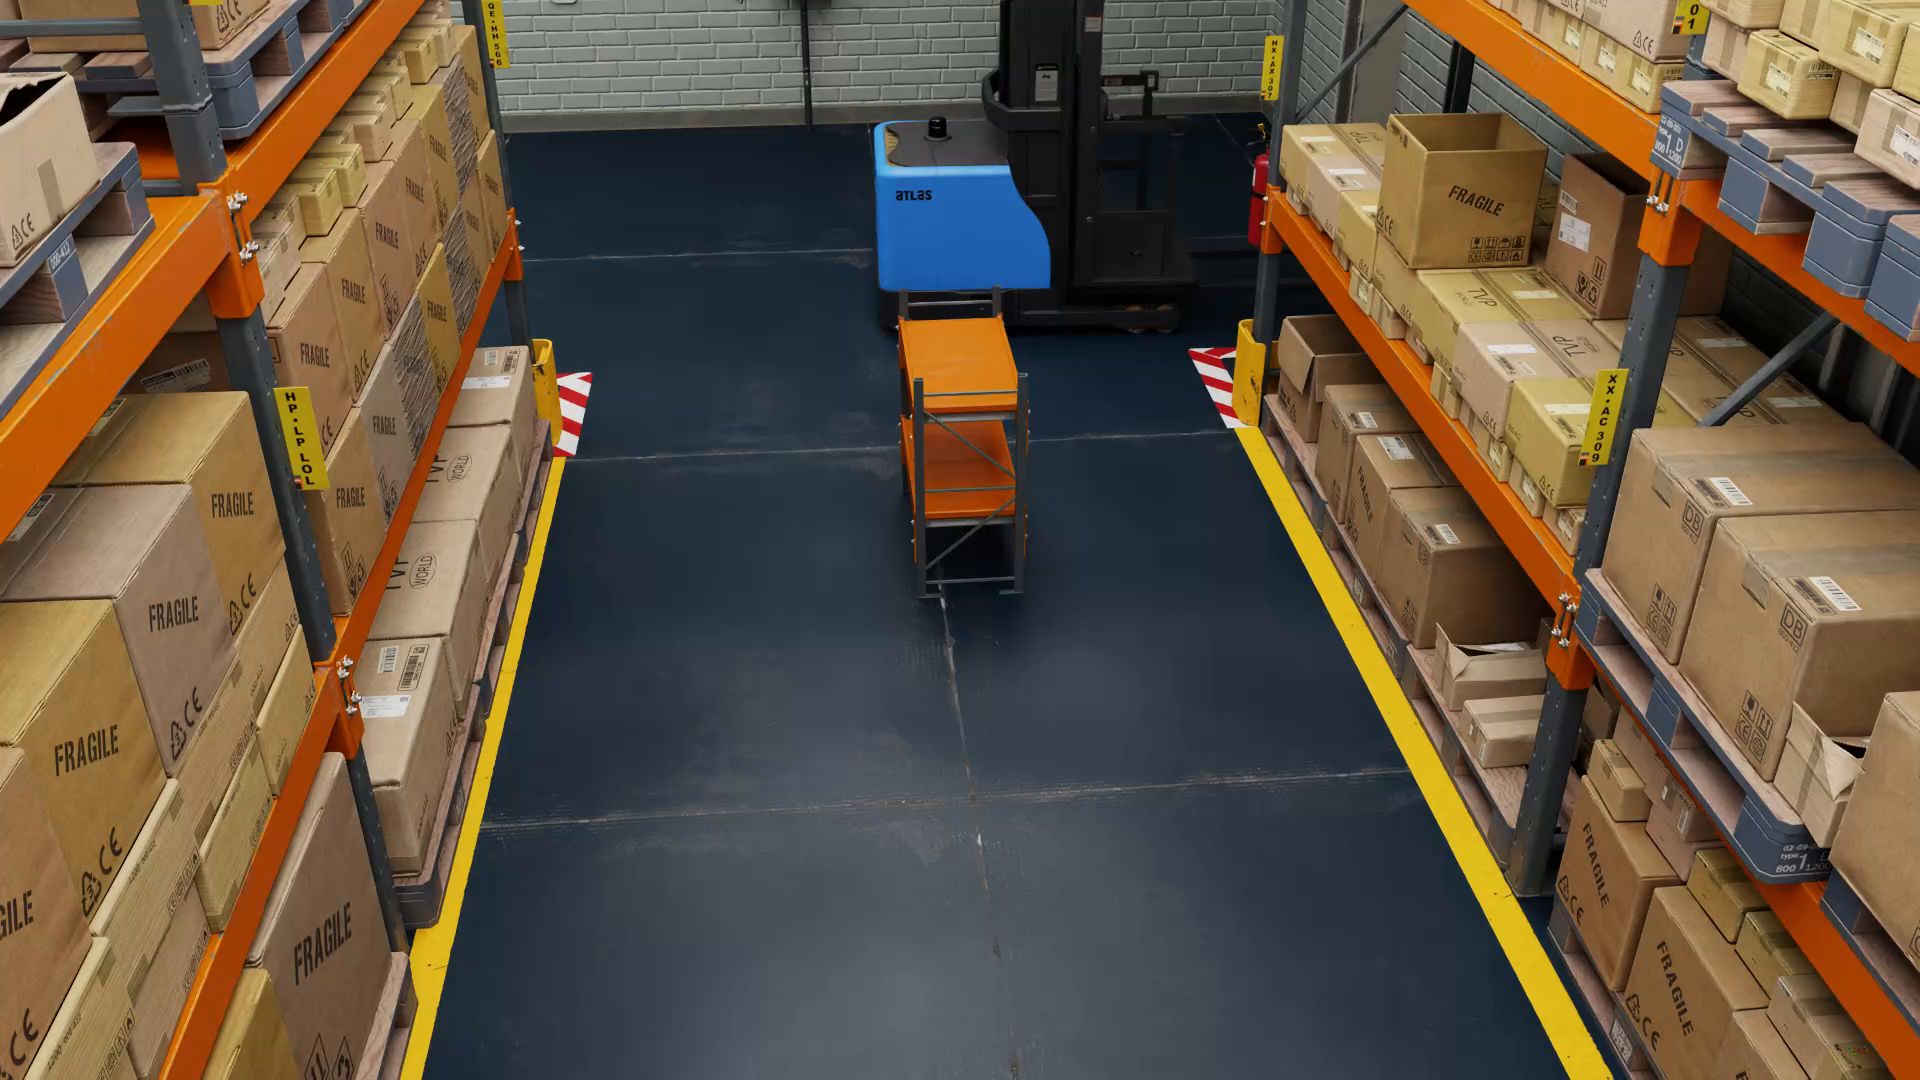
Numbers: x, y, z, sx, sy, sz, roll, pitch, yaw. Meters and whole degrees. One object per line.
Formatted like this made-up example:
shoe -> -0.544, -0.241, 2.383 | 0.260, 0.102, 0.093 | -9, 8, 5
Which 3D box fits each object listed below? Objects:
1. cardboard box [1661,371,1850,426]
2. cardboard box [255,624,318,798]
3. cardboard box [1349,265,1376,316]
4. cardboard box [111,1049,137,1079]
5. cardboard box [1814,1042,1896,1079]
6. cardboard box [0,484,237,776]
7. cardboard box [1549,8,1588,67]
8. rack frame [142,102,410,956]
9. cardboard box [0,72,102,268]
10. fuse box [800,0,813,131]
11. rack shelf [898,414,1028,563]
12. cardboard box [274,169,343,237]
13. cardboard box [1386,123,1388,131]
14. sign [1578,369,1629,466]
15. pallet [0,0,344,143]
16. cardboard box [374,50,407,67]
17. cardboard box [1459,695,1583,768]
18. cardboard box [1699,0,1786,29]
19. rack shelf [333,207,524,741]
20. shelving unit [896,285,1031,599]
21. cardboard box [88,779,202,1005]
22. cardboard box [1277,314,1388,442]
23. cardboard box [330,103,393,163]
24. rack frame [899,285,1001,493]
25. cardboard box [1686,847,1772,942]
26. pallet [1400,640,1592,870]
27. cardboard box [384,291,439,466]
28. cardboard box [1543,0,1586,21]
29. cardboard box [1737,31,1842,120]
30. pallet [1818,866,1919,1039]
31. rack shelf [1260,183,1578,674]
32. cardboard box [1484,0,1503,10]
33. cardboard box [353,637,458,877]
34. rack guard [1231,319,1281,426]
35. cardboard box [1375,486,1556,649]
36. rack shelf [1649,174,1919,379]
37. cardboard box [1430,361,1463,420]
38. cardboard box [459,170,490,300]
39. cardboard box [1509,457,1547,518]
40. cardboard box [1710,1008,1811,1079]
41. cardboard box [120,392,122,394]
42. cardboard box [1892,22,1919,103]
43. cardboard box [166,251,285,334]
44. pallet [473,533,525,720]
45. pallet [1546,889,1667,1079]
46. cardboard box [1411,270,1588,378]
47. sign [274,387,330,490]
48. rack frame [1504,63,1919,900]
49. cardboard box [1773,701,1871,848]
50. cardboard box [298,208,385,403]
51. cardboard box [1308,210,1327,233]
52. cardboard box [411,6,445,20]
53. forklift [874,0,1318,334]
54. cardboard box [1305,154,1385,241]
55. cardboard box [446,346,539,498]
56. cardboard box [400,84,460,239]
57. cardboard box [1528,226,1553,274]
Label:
cardboard box -> 2.741, -0.362, 5.788 | 0.500, 0.250, 0.500 | -3, 31, -5
cardboard box -> -2.131, 0.488, 4.655 | 0.500, 0.250, 0.500 | -3, 31, -6
cardboard box -> 1.973, -1.127, 7.456 | 0.380, 0.149, 0.250 | -4, 31, -6
cardboard box -> -2.003, 1.270, 3.345 | 0.500, 0.250, 0.500 | -3, 31, -5
cardboard box -> 2.471, 1.441, 4.309 | 0.380, 0.149, 0.250 | -2, 31, -3
cardboard box -> -2.076, 0.214, 3.894 | 0.500, 0.500, 0.500 | -2, 31, -4
cardboard box -> 2.154, -1.645, 5.399 | 0.380, 0.149, 0.250 | -2, 31, -3
rack frame -> -2.423, 0.206, 4.979 | 1.000, 3.000, 0.127 | -3, 31, -5
cardboard box -> -2.132, -0.784, 3.389 | 0.500, 0.311, 0.500 | -3, 31, -5
fuse box -> -1.242, -4.187, 13.590 | 0.539, 1.711, 0.414 | -3, 31, -5
rack shelf -> -0.001, -0.276, 8.093 | 0.538, 0.278, 1.000 | -3, 31, -5
cardboard box -> -2.263, -1.106, 5.472 | 0.380, 0.149, 0.250 | -3, 31, -5
cardboard box -> 2.452, -1.917, 8.390 | 0.500, 0.250, 0.500 | -2, 31, -3
sign -> 1.979, -0.375, 5.109 | 0.100, 0.325, 0.005 | -3, 31, -5
pallet -> -2.489, -1.462, 4.933 | 1.003, 0.211, 1.213 | -3, 31, -5
cardboard box -> -2.472, -1.889, 6.783 | 0.380, 0.149, 0.250 | -3, 31, -5
cardboard box -> 2.174, 0.740, 6.457 | 0.380, 0.149, 0.250 | -4, 31, -6
cardboard box -> 2.109, -1.391, 4.176 | 0.380, 0.149, 0.250 | -2, 31, -3
rack shelf -> -2.610, -0.506, 6.873 | 1.077, 0.370, 4.000 | -3, 31, -5
shelving unit -> -0.001, -0.486, 7.967 | 0.538, 1.125, 1.048 | -3, 31, -5
cardboard box -> -2.032, 0.789, 3.663 | 0.500, 0.250, 0.500 | -2, 31, -3
cardboard box -> 2.107, -0.867, 8.802 | 0.797, 0.503, 0.637 | -4, 31, -7
cardboard box -> -2.318, -1.496, 6.125 | 0.380, 0.149, 0.250 | -3, 31, -4
rack frame -> -0.048, -0.746, 8.402 | 0.500, 1.125, 0.032 | -3, 31, -5
cardboard box -> 2.425, 1.045, 4.971 | 0.380, 0.149, 0.250 | -4, 31, -7
pallet -> 2.455, 0.813, 6.683 | 1.003, 0.211, 1.213 | -3, 31, -5
cardboard box -> -2.290, -0.600, 6.232 | 0.500, 0.500, 0.500 | -3, 31, -4
cardboard box -> 2.165, -1.884, 5.409 | 0.500, 0.250, 0.500 | -4, 31, -6
cardboard box -> 2.140, -1.131, 4.031 | 0.380, 0.149, 0.250 | -2, 31, -4
pallet -> 2.706, 1.099, 3.673 | 1.003, 0.211, 1.213 | -3, 31, -5
rack shelf -> 2.331, -0.746, 7.275 | 1.077, 0.370, 4.000 | -3, 31, -5
cardboard box -> 2.110, -2.037, 6.055 | 0.380, 0.149, 0.250 | -2, 31, -4
cardboard box -> -2.375, 0.800, 6.074 | 0.875, 0.438, 0.875 | -3, 31, -5
rack guard -> 2.152, -0.964, 9.376 | 1.175, 0.500, 0.348 | -3, 31, -5
cardboard box -> 2.245, 0.102, 7.182 | 0.700, 0.500, 0.500 | -4, 31, -6
rack shelf -> 2.705, 0.009, 3.086 | 1.077, 0.370, 4.000 | -3, 31, -5
cardboard box -> 2.093, -0.604, 6.581 | 0.380, 0.149, 0.250 | -3, 31, -5
cardboard box -> -2.457, -1.388, 7.551 | 0.500, 0.500, 0.500 | -3, 31, -6
cardboard box -> 2.191, -0.208, 5.918 | 0.380, 0.149, 0.250 | -2, 31, -3
cardboard box -> 2.441, 1.644, 4.601 | 0.500, 0.500, 0.500 | -4, 31, -6
cardboard box -> -2.742, -0.493, 5.078 | 0.500, 0.500, 0.500 | -3, 31, -5
cardboard box -> 2.237, -0.996, 3.515 | 0.380, 0.149, 0.250 | -3, 31, -5
cardboard box -> -2.195, -0.718, 4.822 | 0.380, 0.149, 0.250 | -3, 31, -5
pallet -> -2.534, 0.387, 7.396 | 1.003, 0.211, 1.213 | -3, 31, -5
pallet -> 2.632, 1.577, 5.404 | 1.003, 0.211, 1.213 | -3, 31, -5
cardboard box -> 2.133, -0.855, 6.613 | 0.500, 0.250, 0.500 | -3, 31, -5
sign -> -1.884, -0.288, 4.755 | 0.100, 0.325, 0.005 | -3, 31, -5
rack frame -> 2.518, -0.033, 5.381 | 1.000, 3.000, 0.127 | -3, 31, -5
cardboard box -> 2.266, 0.572, 4.089 | 0.396, 0.266, 0.258 | -1, 31, -2
cardboard box -> -2.268, -0.779, 5.556 | 0.500, 0.500, 0.500 | -3, 31, -5
cardboard box -> 1.972, -1.659, 8.347 | 0.380, 0.149, 0.250 | -2, 31, -3
cardboard box -> -2.517, -2.284, 7.444 | 0.380, 0.149, 0.250 | -2, 31, -4
forklift -> 0.976, -2.822, 10.117 | 3.031, 2.935, 1.130 | -2, 31, -3
cardboard box -> 1.966, -1.637, 7.922 | 0.500, 0.250, 0.500 | -2, 31, -4
cardboard box -> -2.636, -0.584, 8.392 | 0.875, 0.438, 0.875 | -4, 31, -6
cardboard box -> -2.394, -1.555, 6.856 | 0.500, 0.500, 0.500 | -3, 31, -5
cardboard box -> 2.589, -1.133, 7.079 | 0.500, 0.250, 0.500 | -3, 31, -5
